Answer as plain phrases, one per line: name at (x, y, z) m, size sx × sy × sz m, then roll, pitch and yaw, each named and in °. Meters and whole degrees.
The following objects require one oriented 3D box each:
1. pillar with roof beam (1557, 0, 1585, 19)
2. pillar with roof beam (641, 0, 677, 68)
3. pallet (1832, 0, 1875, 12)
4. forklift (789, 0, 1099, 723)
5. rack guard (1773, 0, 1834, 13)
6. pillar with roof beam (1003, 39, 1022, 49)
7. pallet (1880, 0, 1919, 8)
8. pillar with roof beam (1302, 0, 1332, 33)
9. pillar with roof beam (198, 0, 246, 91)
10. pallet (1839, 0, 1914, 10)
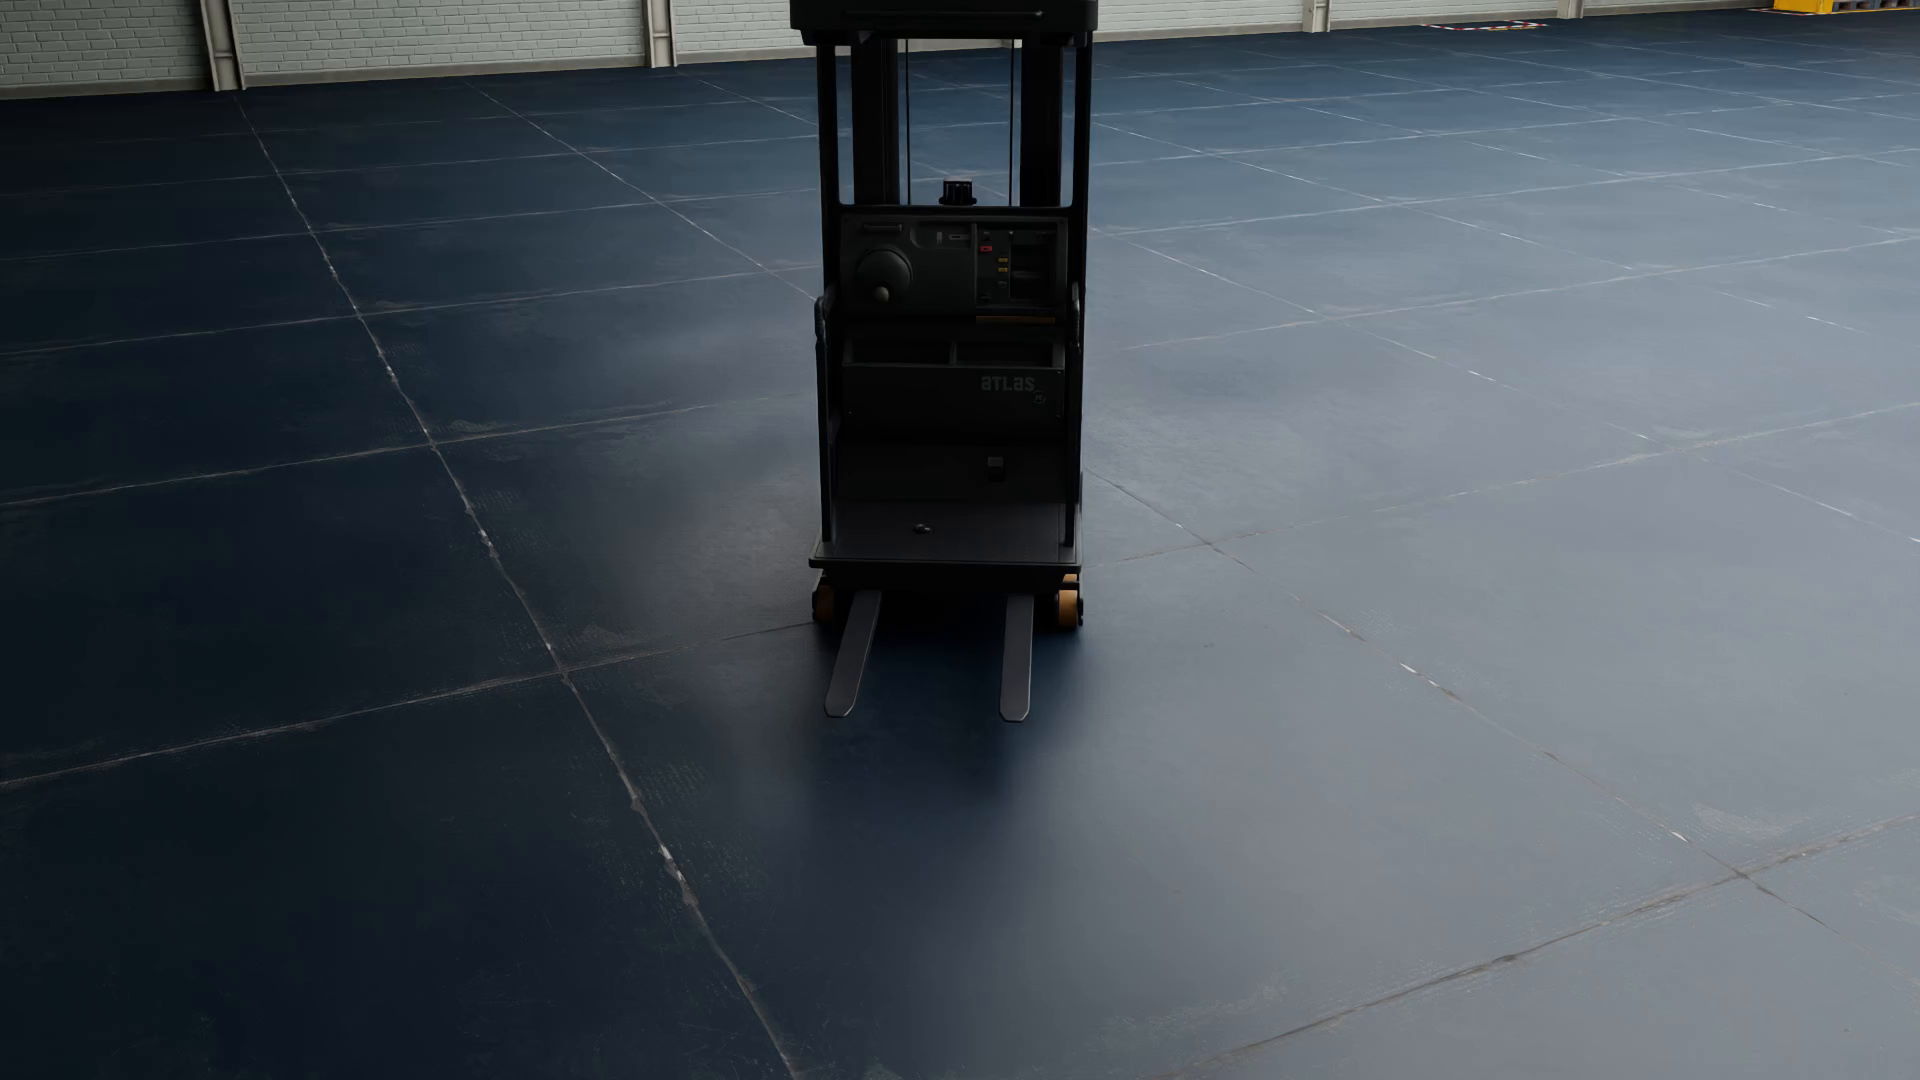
pillar with roof beam at (13.621, -12.752, 26.790) m, size 0.400 × 9.000 × 9.100 m, roll -10°, pitch 25°, yaw -24°
pillar with roof beam at (-2.598, -9.766, 19.577) m, size 0.400 × 9.000 × 9.100 m, roll -10°, pitch 25°, yaw -24°
pallet at (17.721, -10.891, 33.785) m, size 1.213 × 0.211 × 1.003 m, roll -10°, pitch 25°, yaw -24°
forklift at (-0.036, -1.115, 6.611) m, size 1.130 × 2.935 × 3.031 m, roll 1°, pitch 23°, yaw 3°
rack guard at (16.973, -10.902, 33.434) m, size 0.348 × 0.500 × 1.175 m, roll -10°, pitch 25°, yaw -24°
pillar with roof beam at (2.808, -10.761, 21.981) m, size 0.400 × 9.000 × 9.100 m, roll -10°, pitch 25°, yaw -24°
pallet at (19.919, -11.296, 34.763) m, size 1.213 × 0.211 × 1.003 m, roll -10°, pitch 25°, yaw -24°
pillar with roof beam at (8.215, -11.756, 24.385) m, size 0.400 × 9.000 × 9.100 m, roll -10°, pitch 25°, yaw -24°
pillar with roof beam at (-8.004, -8.771, 17.172) m, size 0.400 × 9.000 × 9.100 m, roll -10°, pitch 25°, yaw -24°
pallet at (18.818, -11.092, 34.270) m, size 1.213 × 0.211 × 1.003 m, roll -10°, pitch 25°, yaw -24°
